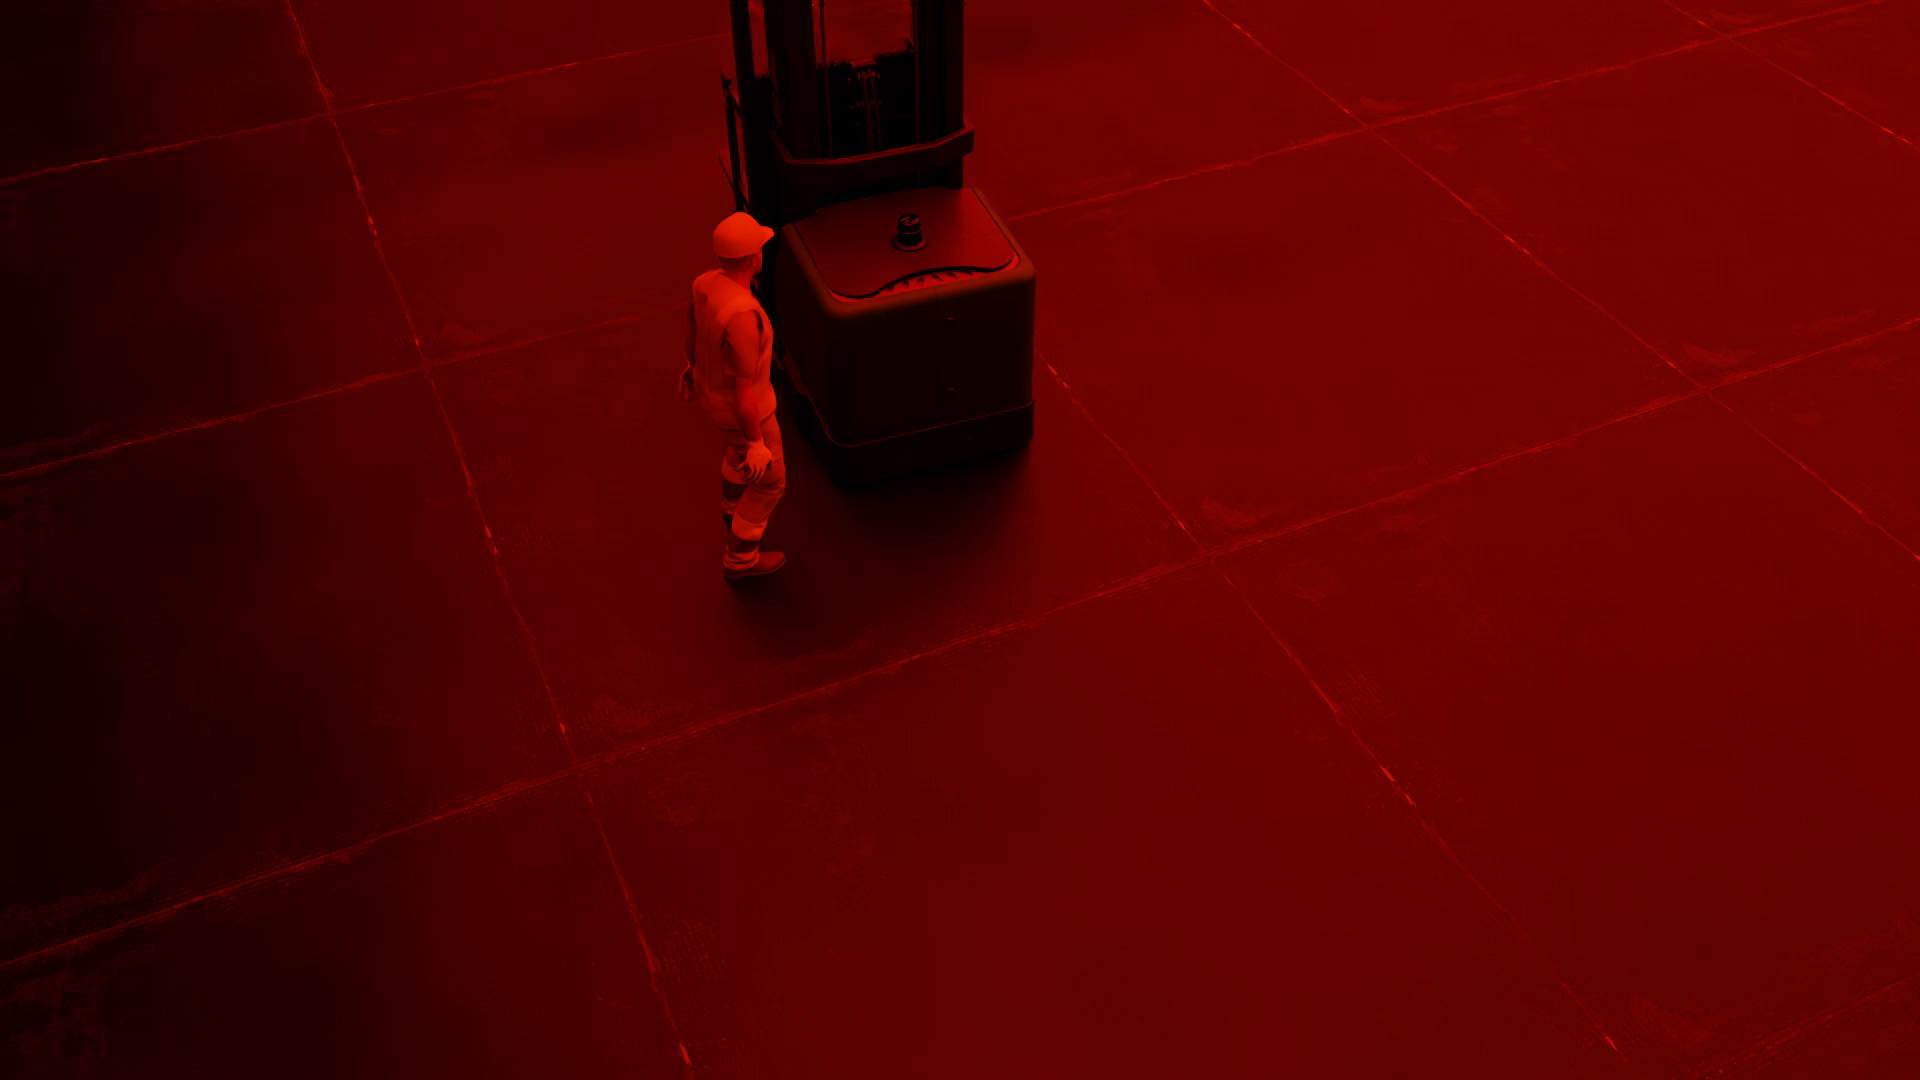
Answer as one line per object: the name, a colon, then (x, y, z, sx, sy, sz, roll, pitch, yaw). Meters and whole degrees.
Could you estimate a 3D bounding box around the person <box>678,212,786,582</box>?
person: (-0.937, -0.607, 7.213, 0.454, 1.749, 0.879, -19, 46, -19)

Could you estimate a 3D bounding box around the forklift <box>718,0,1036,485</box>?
forklift: (-0.616, -2.356, 8.204, 1.130, 2.935, 3.031, -14, 45, -15)
